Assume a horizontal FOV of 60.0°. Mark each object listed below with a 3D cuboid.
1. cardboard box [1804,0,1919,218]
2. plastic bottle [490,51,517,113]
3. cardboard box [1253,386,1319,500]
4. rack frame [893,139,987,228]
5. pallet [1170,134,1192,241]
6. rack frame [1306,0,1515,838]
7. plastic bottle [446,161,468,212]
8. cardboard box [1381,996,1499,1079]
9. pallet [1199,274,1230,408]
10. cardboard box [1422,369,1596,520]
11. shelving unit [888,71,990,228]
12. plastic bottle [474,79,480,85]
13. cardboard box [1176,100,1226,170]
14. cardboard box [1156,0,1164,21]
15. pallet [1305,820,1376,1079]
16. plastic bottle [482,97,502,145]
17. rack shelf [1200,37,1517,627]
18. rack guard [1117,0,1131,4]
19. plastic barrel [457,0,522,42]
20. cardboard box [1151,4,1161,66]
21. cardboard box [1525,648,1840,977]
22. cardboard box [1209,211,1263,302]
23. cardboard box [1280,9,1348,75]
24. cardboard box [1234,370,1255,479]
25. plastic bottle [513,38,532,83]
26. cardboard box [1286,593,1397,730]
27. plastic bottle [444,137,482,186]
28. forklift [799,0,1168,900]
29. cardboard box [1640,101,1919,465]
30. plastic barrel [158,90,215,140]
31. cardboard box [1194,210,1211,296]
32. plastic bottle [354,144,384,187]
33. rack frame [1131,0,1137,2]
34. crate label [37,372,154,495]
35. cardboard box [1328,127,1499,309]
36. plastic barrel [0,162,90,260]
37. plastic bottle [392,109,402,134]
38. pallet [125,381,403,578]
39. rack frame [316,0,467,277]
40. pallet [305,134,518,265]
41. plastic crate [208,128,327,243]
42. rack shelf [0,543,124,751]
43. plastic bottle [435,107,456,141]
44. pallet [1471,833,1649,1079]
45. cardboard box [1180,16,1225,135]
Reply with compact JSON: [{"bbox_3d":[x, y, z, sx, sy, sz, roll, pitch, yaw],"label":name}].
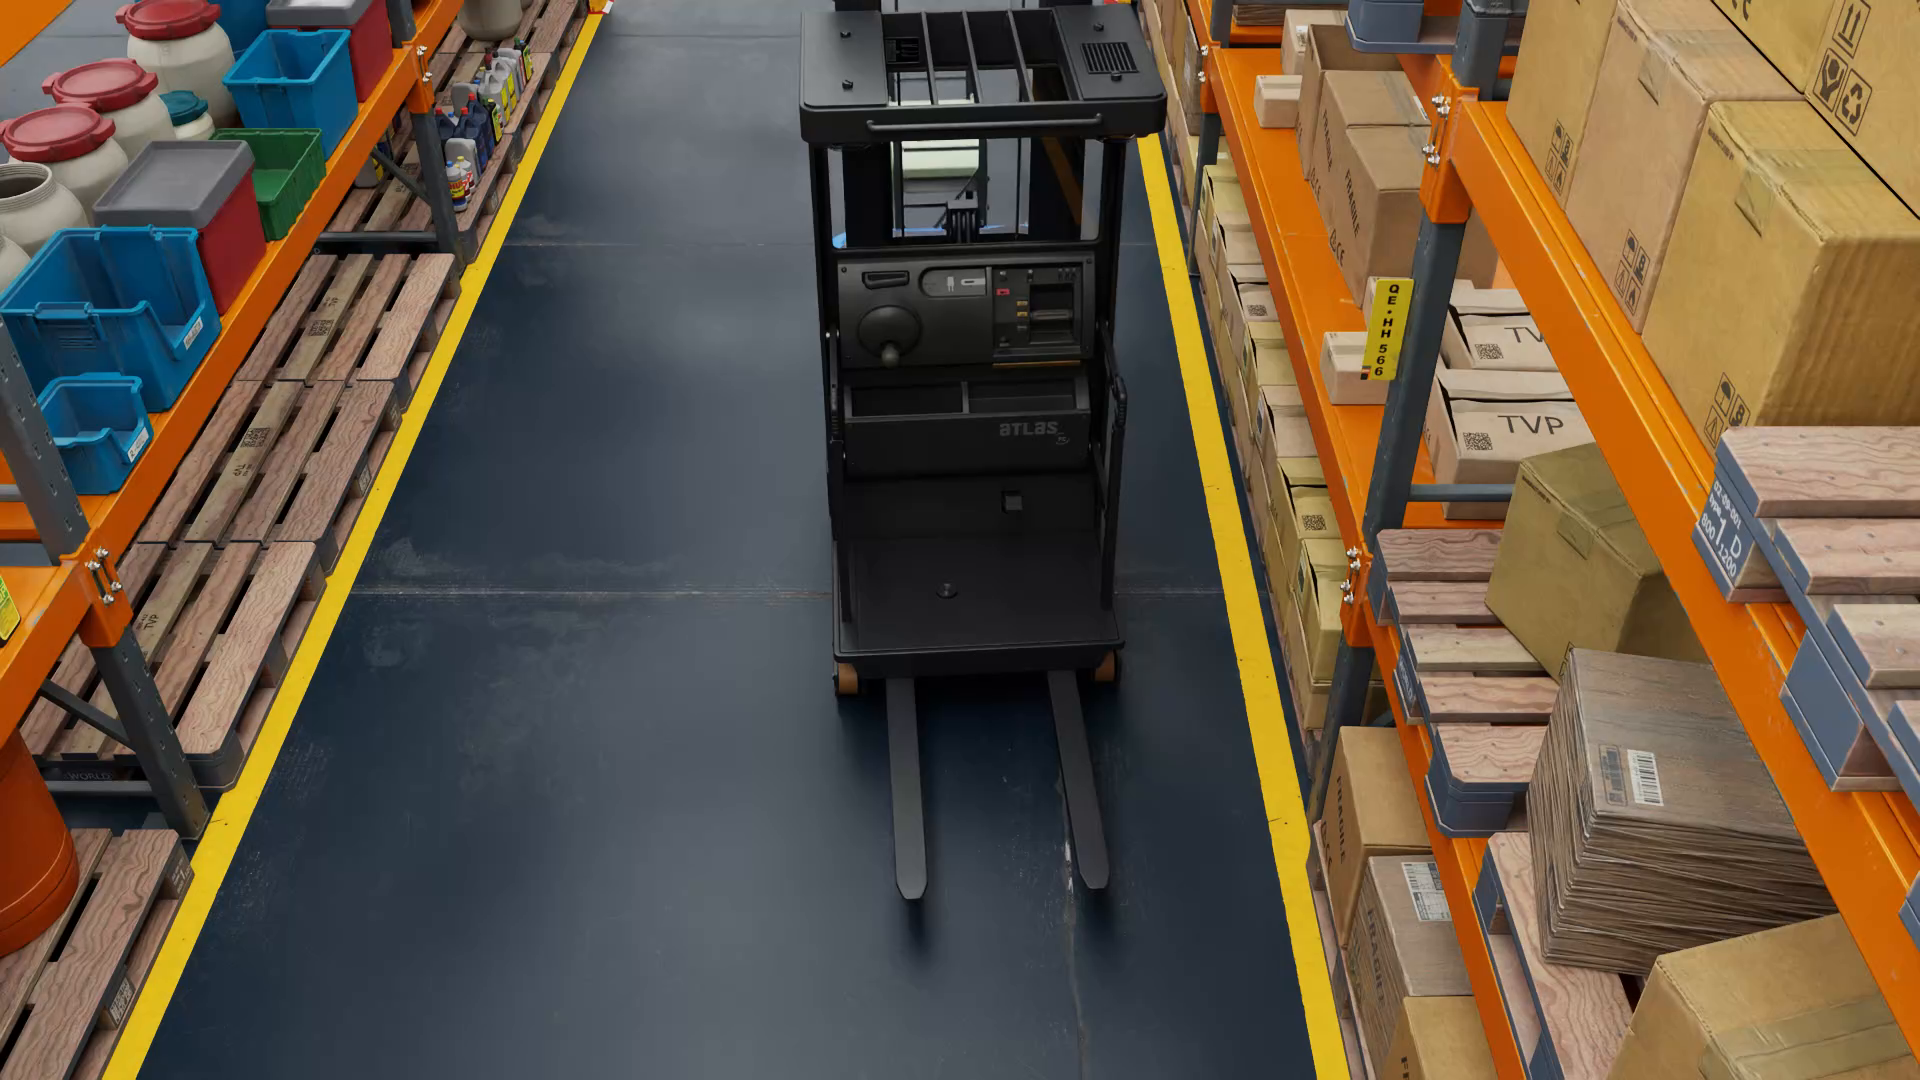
[{"bbox_3d":[1.744,-0.825,2.603,0.500,0.500,0.500,0,39,0],"label":"cardboard box"},{"bbox_3d":[-2.796,-2.780,10.086,0.144,0.351,0.185,1,39,2],"label":"plastic bottle"},{"bbox_3d":[1.497,-0.414,6.783,0.500,0.311,0.500,0,39,0],"label":"cardboard box"},{"bbox_3d":[-0.086,-1.168,7.508,0.400,1.500,0.023,-3,39,-3],"label":"rack frame"},{"bbox_3d":[1.785,-2.047,9.635,1.003,0.211,1.213,0,39,0],"label":"pallet"},{"bbox_3d":[1.749,-0.136,5.021,1.000,3.000,0.127,0,39,0],"label":"rack frame"},{"bbox_3d":[-2.771,-1.943,9.106,0.097,0.271,0.097,0,39,0],"label":"plastic bottle"},{"bbox_3d":[1.465,1.593,4.510,0.500,0.500,0.500,-1,39,-1],"label":"cardboard box"},{"bbox_3d":[1.784,-1.089,8.440,1.003,0.211,1.213,0,39,0],"label":"pallet"},{"bbox_3d":[1.792,-0.329,5.333,0.500,0.311,0.500,2,39,3],"label":"cardboard box"},{"bbox_3d":[-0.112,-1.396,7.793,0.431,1.500,0.755,-3,39,-3],"label":"shelving unit"},{"bbox_3d":[-2.917,-2.694,10.099,0.097,0.201,0.097,0,39,0],"label":"plastic bottle"},{"bbox_3d":[1.534,-2.331,9.623,0.500,0.250,0.500,0,39,0],"label":"cardboard box"},{"bbox_3d":[1.534,-3.562,10.559,0.500,0.500,0.500,0,39,0],"label":"cardboard box"},{"bbox_3d":[1.712,1.419,5.311,1.003,0.211,1.213,0,39,0],"label":"pallet"},{"bbox_3d":[-2.754,-2.475,9.760,0.061,0.283,0.133,2,39,2],"label":"plastic bottle"},{"bbox_3d":[1.747,-1.106,6.807,1.077,0.370,4.000,0,39,0],"label":"rack shelf"},{"bbox_3d":[1.740,-4.179,12.065,1.175,0.500,0.348,0,39,0],"label":"rack guard"},{"bbox_3d":[-3.136,-3.606,11.005,0.421,0.512,0.421,0,39,0],"label":"plastic barrel"},{"bbox_3d":[1.522,-3.269,10.794,0.500,0.250,0.500,0,39,0],"label":"cardboard box"},{"bbox_3d":[1.672,0.627,3.654,0.700,0.500,0.500,7,39,8],"label":"cardboard box"},{"bbox_3d":[1.491,-1.376,7.983,0.500,0.311,0.500,0,39,-1],"label":"cardboard box"},{"bbox_3d":[1.789,-2.271,7.806,0.500,0.250,0.500,2,39,3],"label":"cardboard box"},{"bbox_3d":[1.499,-0.514,7.356,0.500,0.250,0.500,1,39,1],"label":"cardboard box"},{"bbox_3d":[-2.755,-3.028,10.451,0.061,0.283,0.133,1,39,1],"label":"plastic bottle"},{"bbox_3d":[1.504,0.444,6.160,0.500,0.250,0.500,1,39,1],"label":"cardboard box"},{"bbox_3d":[-2.799,-2.147,9.357,0.152,0.276,0.135,1,39,2],"label":"plastic bottle"},{"bbox_3d":[0.044,-0.756,5.849,1.130,2.935,3.031,-3,39,-3],"label":"forklift"},{"bbox_3d":[1.784,-0.429,2.908,0.910,0.500,0.500,0,39,0],"label":"cardboard box"},{"bbox_3d":[-3.361,-1.755,7.152,0.301,0.262,0.301,0,39,0],"label":"plastic barrel"},{"bbox_3d":[1.497,-1.476,8.556,0.500,0.250,0.500,-1,39,-1],"label":"cardboard box"},{"bbox_3d":[-3.354,-2.177,9.334,0.144,0.351,0.185,0,39,0],"label":"plastic bottle"},{"bbox_3d":[1.740,-5.139,11.264,1.000,3.000,0.127,0,39,0],"label":"rack frame"},{"bbox_3d":[-2.830,-0.333,5.401,0.303,0.233,0.416,0,39,0],"label":"crate label"},{"bbox_3d":[1.731,-1.225,6.299,0.500,0.500,0.500,-2,39,-2],"label":"cardboard box"},{"bbox_3d":[-3.420,-1.085,6.116,0.421,0.512,0.421,0,39,0],"label":"plastic barrel"},{"bbox_3d":[-3.388,-2.575,9.885,0.061,0.283,0.133,0,39,0],"label":"plastic bottle"},{"bbox_3d":[-3.165,-0.292,7.446,1.003,0.211,1.213,0,39,0],"label":"pallet"},{"bbox_3d":[-3.209,-2.636,8.141,1.000,3.000,0.127,0,39,0],"label":"rack frame"},{"bbox_3d":[-3.168,-1.968,9.537,1.003,0.211,1.213,0,39,0],"label":"pallet"},{"bbox_3d":[-2.925,-1.465,6.849,0.450,0.188,0.662,0,39,0],"label":"plastic crate"},{"bbox_3d":[-3.202,1.396,3.684,1.077,0.370,4.000,0,39,0],"label":"rack shelf"},{"bbox_3d":[-2.939,-2.279,9.462,0.144,0.351,0.185,0,39,0],"label":"plastic bottle"},{"bbox_3d":[1.756,1.155,3.564,1.003,0.211,1.213,0,39,0],"label":"pallet"},{"bbox_3d":[1.536,-2.624,9.389,0.500,0.500,0.500,0,39,0],"label":"cardboard box"}]
